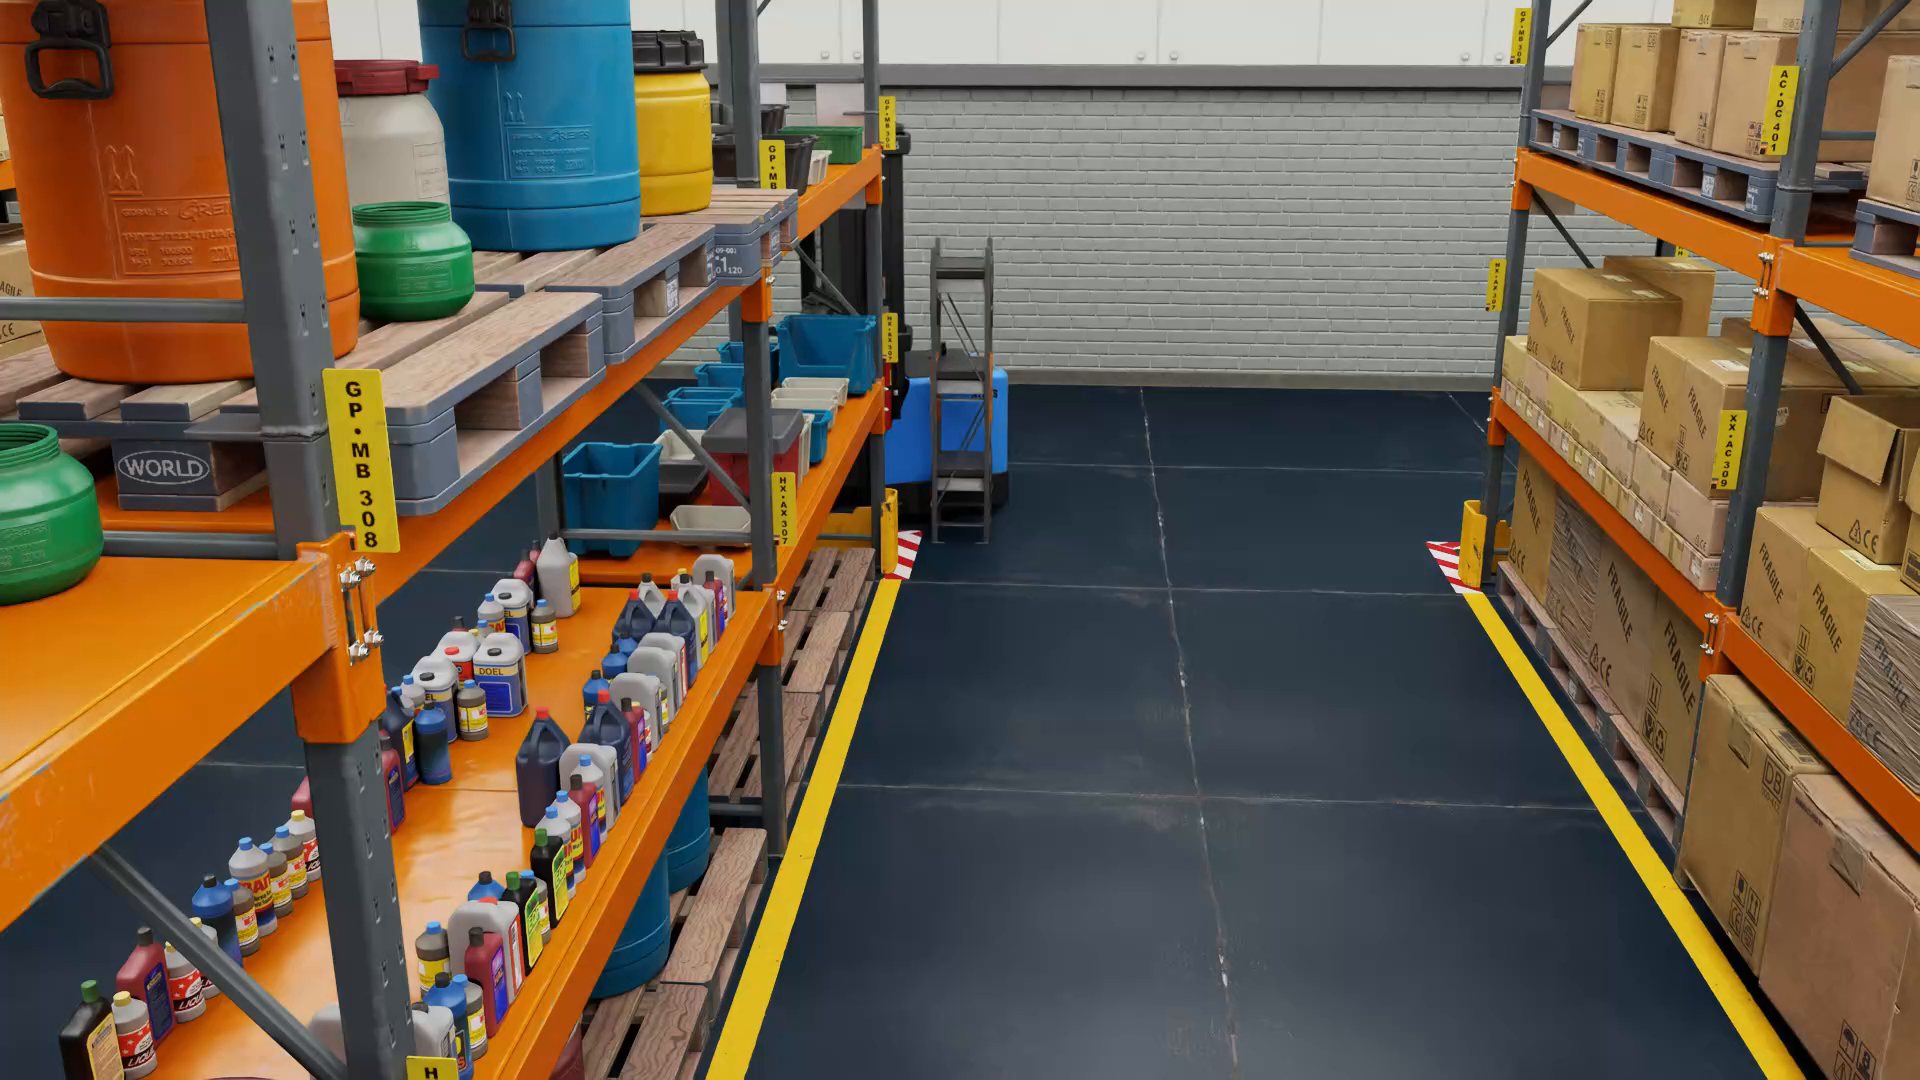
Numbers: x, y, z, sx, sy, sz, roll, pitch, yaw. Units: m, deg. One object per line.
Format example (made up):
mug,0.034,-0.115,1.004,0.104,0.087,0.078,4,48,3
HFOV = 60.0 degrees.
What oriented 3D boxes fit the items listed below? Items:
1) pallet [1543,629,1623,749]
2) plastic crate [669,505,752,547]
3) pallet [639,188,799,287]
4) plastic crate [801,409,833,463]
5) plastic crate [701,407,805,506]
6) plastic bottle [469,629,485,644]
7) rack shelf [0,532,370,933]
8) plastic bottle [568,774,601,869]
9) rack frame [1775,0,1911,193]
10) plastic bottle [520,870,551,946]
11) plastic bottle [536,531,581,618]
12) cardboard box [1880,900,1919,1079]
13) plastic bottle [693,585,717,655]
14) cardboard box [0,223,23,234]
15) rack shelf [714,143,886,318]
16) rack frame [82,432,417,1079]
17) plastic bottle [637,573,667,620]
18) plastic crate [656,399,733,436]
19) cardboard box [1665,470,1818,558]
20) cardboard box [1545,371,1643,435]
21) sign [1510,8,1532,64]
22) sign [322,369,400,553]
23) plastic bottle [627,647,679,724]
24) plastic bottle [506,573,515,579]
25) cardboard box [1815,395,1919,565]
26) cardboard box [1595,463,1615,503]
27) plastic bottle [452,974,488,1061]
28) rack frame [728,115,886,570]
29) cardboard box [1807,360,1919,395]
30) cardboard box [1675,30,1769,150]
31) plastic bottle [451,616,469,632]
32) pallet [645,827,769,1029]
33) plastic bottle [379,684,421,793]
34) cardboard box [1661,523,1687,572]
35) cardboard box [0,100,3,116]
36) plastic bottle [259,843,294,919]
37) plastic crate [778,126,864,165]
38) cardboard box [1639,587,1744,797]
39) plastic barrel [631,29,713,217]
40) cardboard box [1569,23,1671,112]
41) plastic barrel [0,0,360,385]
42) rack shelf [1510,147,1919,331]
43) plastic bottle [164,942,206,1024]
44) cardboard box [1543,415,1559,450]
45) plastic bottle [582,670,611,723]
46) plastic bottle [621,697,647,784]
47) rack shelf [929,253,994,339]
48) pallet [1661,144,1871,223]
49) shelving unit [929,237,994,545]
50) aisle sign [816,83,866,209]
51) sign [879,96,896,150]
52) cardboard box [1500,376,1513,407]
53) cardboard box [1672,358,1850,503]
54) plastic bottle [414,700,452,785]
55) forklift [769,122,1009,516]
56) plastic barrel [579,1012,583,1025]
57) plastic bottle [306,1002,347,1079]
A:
pallet,3.864,0.810,9.111,1.003,0.211,1.213,1,18,4
plastic crate,-1.118,-0.056,7.602,0.396,0.136,0.243,1,18,4
pallet,-1.252,-1.101,5.952,1.213,0.211,1.003,1,18,4
plastic crate,-0.898,-0.559,8.983,0.416,0.233,0.300,1,18,4
plastic crate,-0.979,-0.342,7.949,0.402,0.464,0.583,1,18,4
plastic bottle,-1.783,0.428,6.118,0.097,0.201,0.097,0,18,0
rack shelf,-1.724,0.769,1.097,1.077,0.370,4.000,1,18,4
plastic bottle,-1.099,0.802,4.846,0.061,0.283,0.133,1,18,4
rack frame,3.647,-2.751,5.868,1.000,3.000,0.127,1,18,4
plastic bottle,-1.149,0.978,4.440,0.097,0.201,0.097,0,18,0
plastic bottle,-1.645,0.127,6.797,0.144,0.351,0.185,1,18,4
cardboard box,3.502,1.661,4.773,1.225,0.875,0.875,1,18,4
plastic bottle,-1.026,0.291,6.417,0.152,0.276,0.135,1,18,4
cardboard box,-6.242,-1.756,10.698,0.500,0.500,0.500,2,18,6
rack shelf,-1.150,-1.716,8.680,1.077,0.370,4.000,1,18,4
rack frame,-1.580,1.231,3.348,1.000,3.000,0.127,1,18,4
plastic bottle,-1.177,0.302,6.263,0.144,0.351,0.185,1,18,4
plastic crate,-1.469,-0.631,9.203,0.416,0.233,0.300,1,18,4
cardboard box,3.417,-0.113,7.215,0.500,0.250,0.500,1,18,3
cardboard box,3.559,-0.752,9.164,0.500,0.250,0.500,1,18,2
sign,3.380,-3.035,10.021,0.100,0.325,0.005,1,18,4
sign,-1.031,-0.134,2.866,0.100,0.325,0.005,1,18,4
plastic bottle,-1.071,0.489,5.811,0.152,0.276,0.135,1,18,4
plastic bottle,-1.752,0.262,6.511,0.097,0.271,0.097,0,18,0
cardboard box,3.609,-0.226,6.024,0.797,0.503,0.637,1,18,2
cardboard box,3.434,-0.282,8.370,0.380,0.149,0.250,1,18,3
plastic bottle,-1.184,1.133,3.967,0.097,0.201,0.097,0,18,0
rack frame,-1.007,-1.253,10.931,1.000,3.000,0.127,1,18,4
cardboard box,3.936,-0.470,7.099,0.500,0.500,0.500,1,18,4
cardboard box,3.686,-2.032,7.494,0.700,0.500,0.500,2,18,7
plastic bottle,-1.809,0.425,5.997,0.061,0.283,0.133,1,18,4
pallet,-1.390,1.553,6.845,1.003,0.211,1.213,1,18,4
plastic bottle,-1.819,0.617,5.301,0.144,0.351,0.185,1,18,4
cardboard box,3.360,0.037,7.397,0.380,0.149,0.250,2,18,5
cardboard box,-5.765,-2.636,9.772,0.500,0.250,0.500,1,18,4
plastic bottle,-1.899,0.932,4.579,0.097,0.201,0.097,0,18,0
plastic crate,-0.793,-2.265,9.542,0.450,0.188,0.336,1,18,4
cardboard box,3.774,0.707,7.687,0.875,0.875,0.875,1,18,4
plastic barrel,-1.157,-1.437,5.699,0.600,0.588,0.600,0,18,0
cardboard box,3.950,-2.700,9.533,0.700,0.500,0.500,0,18,1
plastic barrel,-1.537,-0.774,3.286,0.600,0.830,0.708,1,18,4
rack shelf,3.790,-1.605,8.342,1.077,0.370,4.000,1,18,4
plastic bottle,-1.934,1.083,4.118,0.097,0.201,0.097,0,18,0
cardboard box,3.507,-0.601,9.344,0.380,0.149,0.250,1,18,3
plastic bottle,-1.214,0.567,5.583,0.097,0.271,0.097,0,18,0
plastic bottle,-1.059,0.631,5.368,0.061,0.283,0.133,1,18,4
rack shelf,0.016,-1.697,11.526,0.431,0.518,0.480,1,18,2
pallet,3.716,-1.538,7.123,1.003,0.211,1.213,1,18,4
shelving unit,0.016,-1.045,11.739,0.431,2.100,0.503,1,18,2
aisle sign,-0.709,-2.504,10.574,0.394,0.787,0.004,1,18,4
sign,-0.457,-2.622,10.458,0.100,0.325,0.005,1,18,4
cardboard box,3.579,-0.920,10.318,0.380,0.149,0.250,1,18,5
cardboard box,3.413,-0.476,7.116,0.500,0.500,0.500,2,18,5
plastic bottle,-1.696,0.644,5.347,0.097,0.271,0.097,0,18,0
forklift,-1.201,-1.596,12.087,3.031,2.935,1.130,-7,19,-19
plastic barrel,-1.530,1.534,5.746,0.421,0.512,0.421,0,18,0
plastic bottle,-1.379,1.160,3.766,0.152,0.276,0.135,1,18,4
